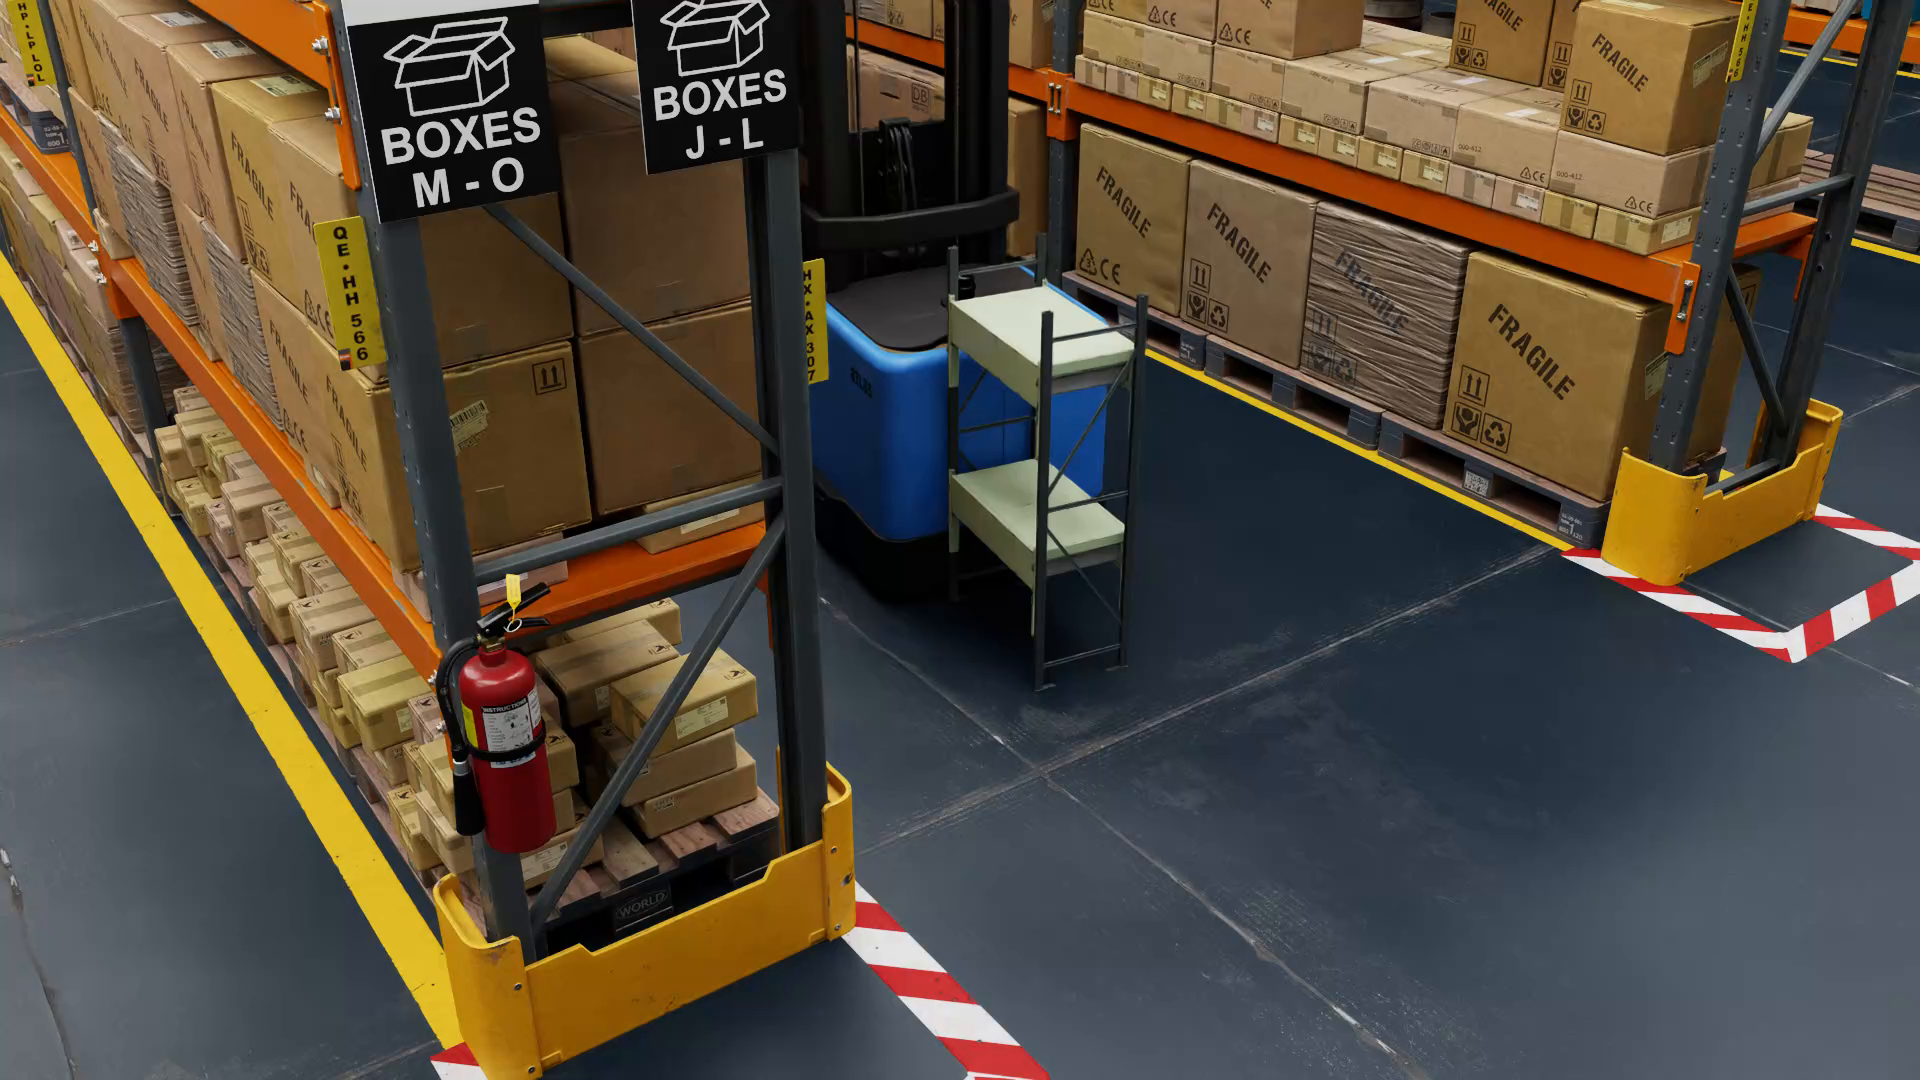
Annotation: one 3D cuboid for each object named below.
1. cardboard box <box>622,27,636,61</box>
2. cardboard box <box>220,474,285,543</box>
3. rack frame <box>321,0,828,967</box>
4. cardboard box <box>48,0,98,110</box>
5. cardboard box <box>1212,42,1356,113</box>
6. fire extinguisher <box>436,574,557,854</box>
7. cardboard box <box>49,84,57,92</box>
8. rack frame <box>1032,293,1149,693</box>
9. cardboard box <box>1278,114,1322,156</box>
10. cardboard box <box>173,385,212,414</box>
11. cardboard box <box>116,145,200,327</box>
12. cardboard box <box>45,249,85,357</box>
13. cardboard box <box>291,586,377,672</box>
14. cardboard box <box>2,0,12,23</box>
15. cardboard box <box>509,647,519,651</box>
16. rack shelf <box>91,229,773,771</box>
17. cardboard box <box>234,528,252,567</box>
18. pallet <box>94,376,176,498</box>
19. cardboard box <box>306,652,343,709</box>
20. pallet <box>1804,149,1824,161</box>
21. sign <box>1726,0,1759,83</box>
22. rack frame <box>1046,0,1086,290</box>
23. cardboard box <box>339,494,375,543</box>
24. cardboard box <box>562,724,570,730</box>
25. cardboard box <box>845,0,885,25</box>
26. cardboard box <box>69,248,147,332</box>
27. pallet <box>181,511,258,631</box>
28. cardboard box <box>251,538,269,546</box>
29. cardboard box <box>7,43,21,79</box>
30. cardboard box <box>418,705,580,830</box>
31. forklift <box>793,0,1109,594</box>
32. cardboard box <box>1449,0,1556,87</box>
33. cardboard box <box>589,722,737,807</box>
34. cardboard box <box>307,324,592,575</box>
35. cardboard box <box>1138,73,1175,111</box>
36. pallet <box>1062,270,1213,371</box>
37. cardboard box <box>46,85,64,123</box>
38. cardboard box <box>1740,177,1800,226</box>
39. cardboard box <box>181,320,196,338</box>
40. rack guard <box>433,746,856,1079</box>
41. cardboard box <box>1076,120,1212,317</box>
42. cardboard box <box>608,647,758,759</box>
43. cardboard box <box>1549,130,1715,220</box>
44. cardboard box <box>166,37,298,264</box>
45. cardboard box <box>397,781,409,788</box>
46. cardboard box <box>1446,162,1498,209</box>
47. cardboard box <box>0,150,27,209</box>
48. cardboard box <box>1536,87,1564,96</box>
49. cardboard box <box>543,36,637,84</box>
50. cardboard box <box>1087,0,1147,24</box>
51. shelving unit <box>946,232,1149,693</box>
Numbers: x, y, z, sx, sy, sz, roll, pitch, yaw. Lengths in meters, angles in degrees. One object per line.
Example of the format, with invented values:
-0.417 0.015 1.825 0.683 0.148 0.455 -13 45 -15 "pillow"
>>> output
-2.436 -4.241 14.074 0.700 0.500 0.500 -16 32 -27 "cardboard box"
-2.563 -0.149 6.304 0.380 0.149 0.250 -18 33 -30 "cardboard box"
-0.823 -0.017 4.137 1.000 3.000 0.127 -19 34 -31 "rack frame"
-3.080 -1.943 6.220 0.500 0.500 0.500 -18 33 -29 "cardboard box"
1.604 -2.320 8.225 0.500 0.250 0.500 -18 33 -29 "cardboard box"
-1.053 0.407 3.829 0.296 0.674 0.183 -19 34 -31 "fire extinguisher"
-3.993 -2.181 7.634 0.380 0.149 0.250 -20 34 -32 "cardboard box"
0.455 -0.133 5.924 0.400 1.500 0.023 -13 31 -22 "rack frame"
1.761 -1.982 8.020 0.380 0.149 0.250 -20 34 -32 "cardboard box"
-3.113 -0.573 7.087 0.380 0.149 0.250 -17 33 -29 "cardboard box"
-2.506 -1.088 5.693 0.500 0.500 0.500 -20 34 -32 "cardboard box"
-4.369 -1.276 8.635 0.500 0.500 0.500 -20 34 -32 "cardboard box"
-1.989 0.268 5.537 0.380 0.149 0.250 -17 33 -29 "cardboard box"
-4.448 -2.620 8.132 0.380 0.149 0.250 -19 34 -31 "cardboard box"
-1.537 0.247 5.888 0.380 0.149 0.250 -21 35 -33 "cardboard box"
-1.984 -0.478 5.741 1.077 0.370 4.000 -19 34 -31 "rack shelf"
-2.665 -0.002 6.658 0.380 0.149 0.250 -20 34 -32 "cardboard box"
-3.596 -0.648 8.223 1.003 0.211 1.213 -19 34 -31 "pallet"
-1.976 0.396 5.614 0.380 0.149 0.250 -18 33 -30 "cardboard box"
5.448 -2.776 12.140 1.003 0.211 1.213 -19 34 -31 "pallet"
2.825 -1.818 5.994 0.100 0.325 0.005 -19 34 -31 "sign"
0.955 -2.905 9.457 1.000 3.000 0.127 -19 34 -31 "rack frame"
-1.514 -0.155 4.656 0.380 0.149 0.250 -19 34 -31 "cardboard box"
-1.235 0.586 5.576 0.380 0.149 0.250 -18 33 -30 "cardboard box"
-0.415 -3.647 10.718 0.500 0.500 0.500 -19 34 -30 "cardboard box"
-3.782 -1.207 7.722 0.500 0.250 0.500 -20 34 -32 "cardboard box"
-2.725 -0.095 7.204 1.003 0.211 1.213 -19 34 -31 "pallet"
-2.509 -0.027 6.392 0.380 0.149 0.250 -17 33 -28 "cardboard box"
-4.598 -2.456 8.452 0.380 0.149 0.250 -18 33 -30 "cardboard box"
-1.337 0.655 4.825 0.380 0.149 0.250 -18 33 -30 "cardboard box"
-0.477 -1.750 7.401 1.130 2.935 3.031 -13 31 -22 "forklift"
2.622 -2.400 7.586 0.500 0.500 0.500 -20 34 -32 "cardboard box"
-0.918 0.646 5.153 0.380 0.149 0.250 -17 33 -29 "cardboard box"
-1.294 -0.295 4.233 0.500 0.500 0.500 -18 33 -30 "cardboard box"
1.162 -2.384 8.759 0.380 0.149 0.250 -18 33 -29 "cardboard box"
1.333 -1.363 9.538 1.003 0.211 1.213 -19 34 -31 "pallet"
-3.975 -2.041 7.688 0.380 0.149 0.250 -21 35 -33 "cardboard box"
3.338 -1.469 7.076 0.380 0.149 0.250 -18 33 -30 "cardboard box"
-2.592 -0.868 5.969 0.380 0.149 0.250 -18 33 -30 "cardboard box"
-0.867 1.052 4.788 1.175 0.500 0.348 -19 34 -31 "rack guard"
1.273 -1.877 9.350 0.875 0.875 0.875 -19 34 -31 "cardboard box"
-0.851 0.493 5.124 0.380 0.149 0.250 -21 35 -33 "cardboard box"
2.778 -1.530 6.770 0.500 0.250 0.500 -19 34 -31 "cardboard box"
-1.894 -1.136 4.735 0.500 0.500 0.500 -17 33 -28 "cardboard box"
-1.613 0.706 5.354 0.380 0.149 0.250 -19 34 -31 "cardboard box"
2.359 -1.583 7.286 0.380 0.149 0.250 -18 33 -30 "cardboard box"
-4.967 -2.010 9.201 0.500 0.250 0.500 -19 34 -31 "cardboard box"
2.910 -1.877 7.408 0.500 0.250 0.500 -19 34 -31 "cardboard box"
-1.165 -1.073 4.619 0.500 0.500 0.500 -18 33 -29 "cardboard box"
1.025 -3.043 8.769 0.500 0.500 0.500 -19 34 -31 "cardboard box"
0.296 -0.291 6.214 0.431 1.500 0.755 -13 31 -22 "shelving unit"
